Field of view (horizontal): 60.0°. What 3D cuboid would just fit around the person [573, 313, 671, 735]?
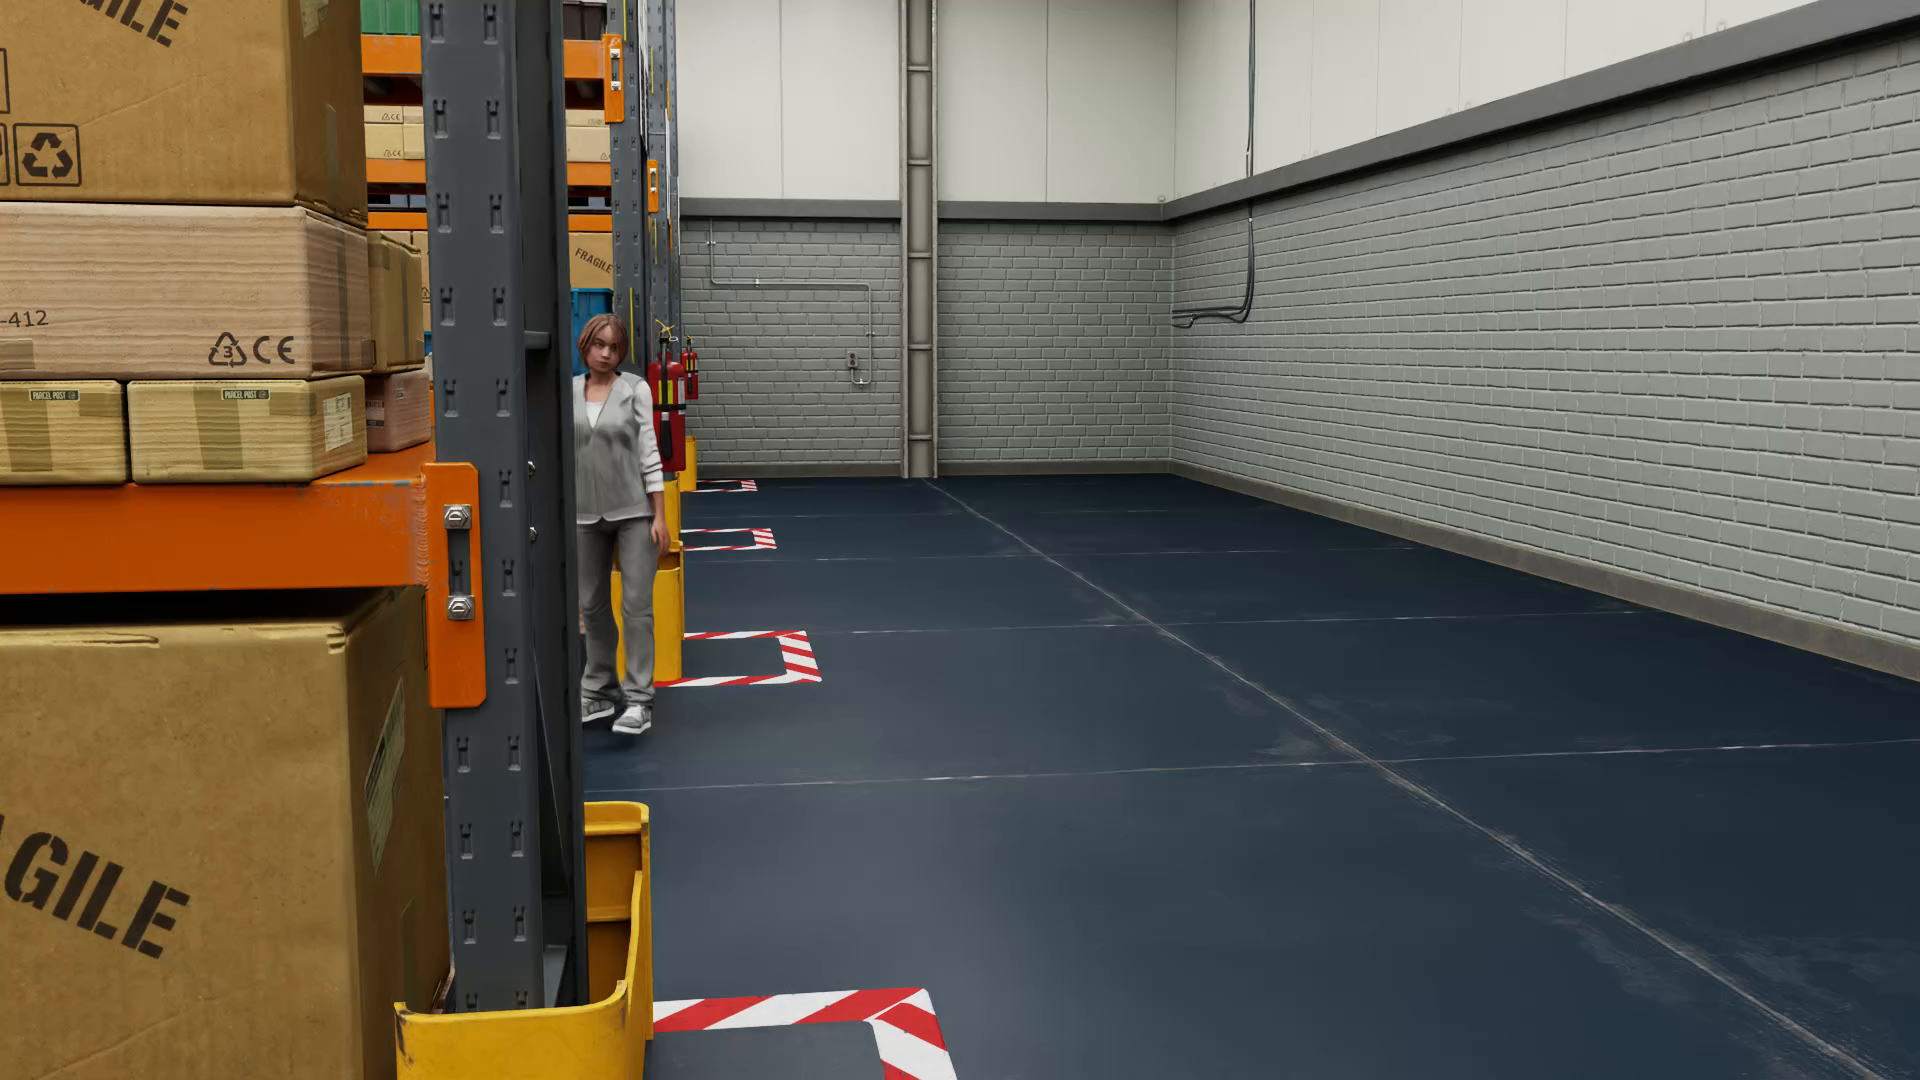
[{"bbox_3d":[-1.348,-0.060,6.336,0.496,1.595,0.475,1,7,9],"label":"person"}]
